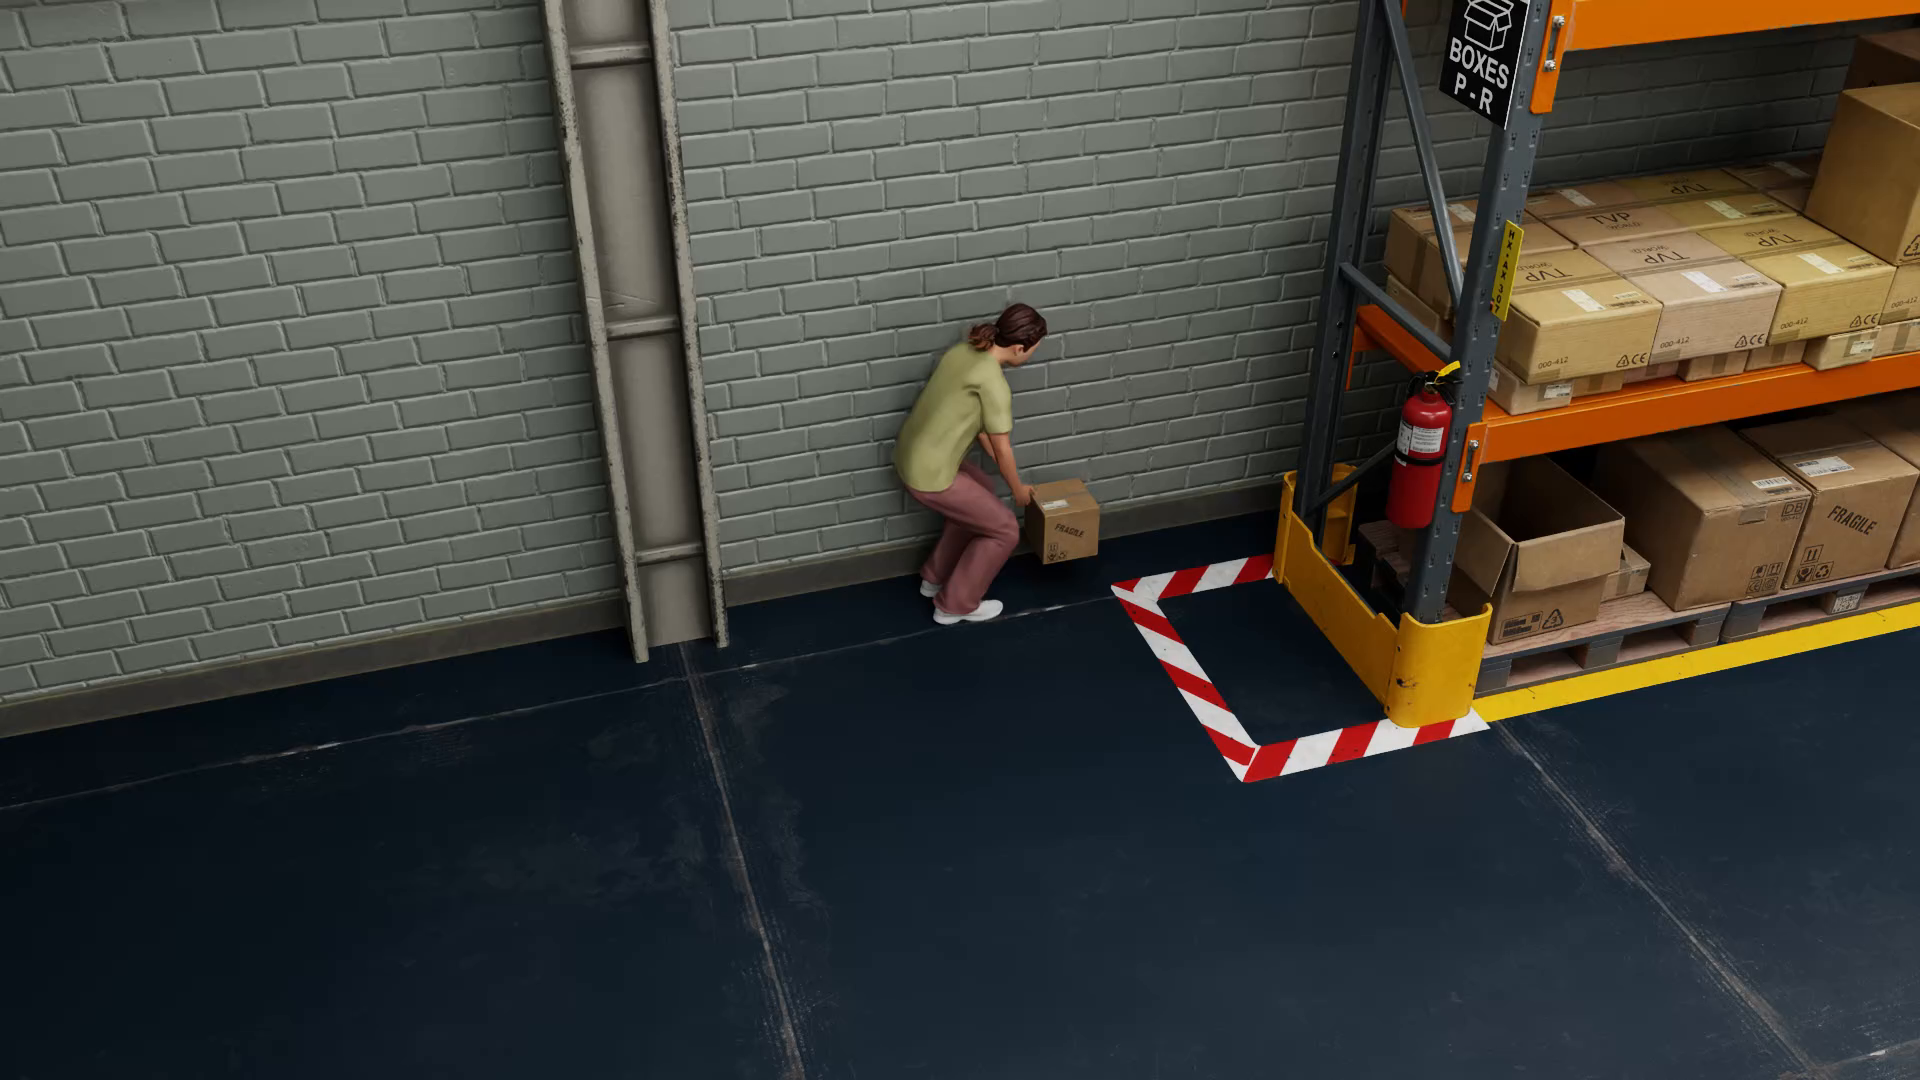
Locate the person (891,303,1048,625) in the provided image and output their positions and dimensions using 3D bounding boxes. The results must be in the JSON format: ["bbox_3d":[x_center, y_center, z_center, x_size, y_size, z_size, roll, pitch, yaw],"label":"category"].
[{"bbox_3d":[0.037,-0.323,6.906,0.651,1.363,0.511,-10,35,-15],"label":"person"}]
